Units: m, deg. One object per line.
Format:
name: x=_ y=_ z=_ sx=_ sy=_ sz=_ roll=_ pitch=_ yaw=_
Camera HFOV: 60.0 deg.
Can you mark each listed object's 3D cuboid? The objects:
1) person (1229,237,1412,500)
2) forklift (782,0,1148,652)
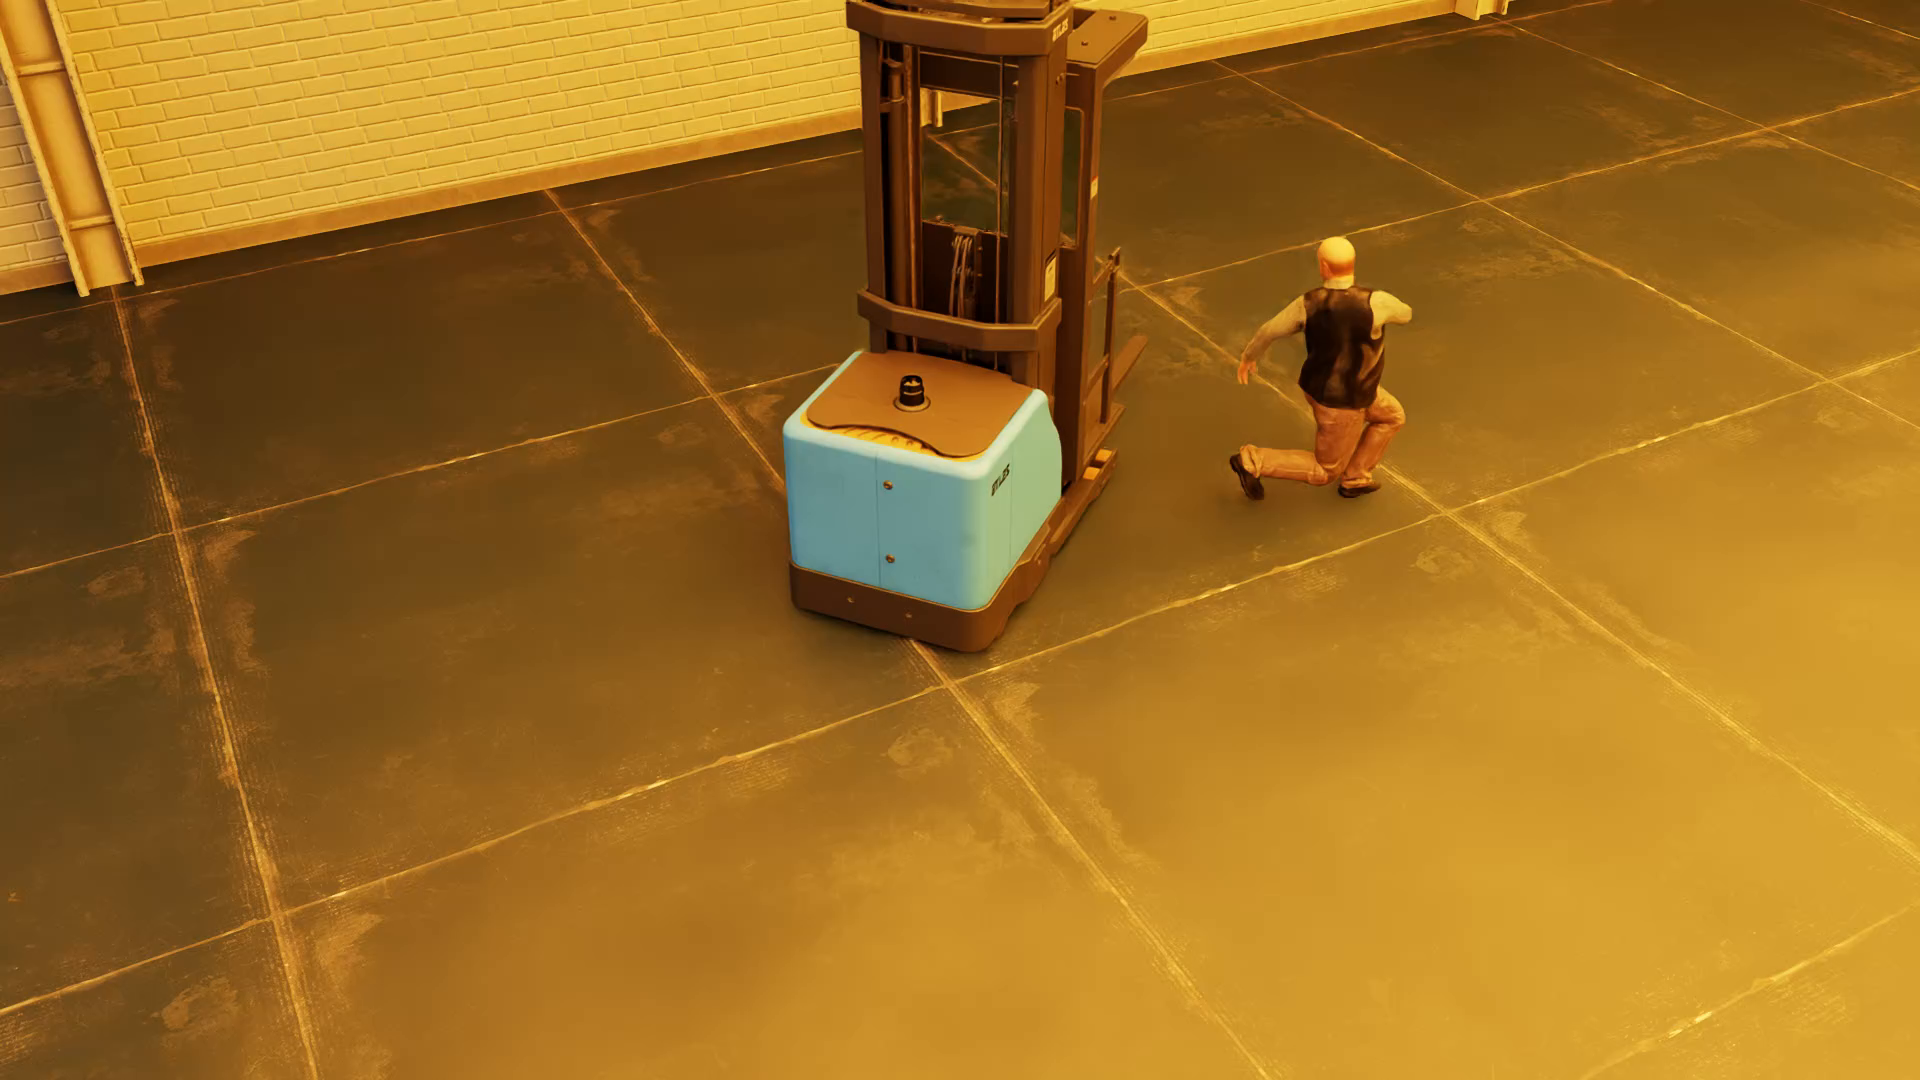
person: x=1.890 y=-0.858 z=8.655 sx=0.933 sy=1.490 sz=0.669 roll=-10 pitch=36 yaw=-13
forklift: x=0.221 y=-1.514 z=8.266 sx=1.130 sy=2.935 sz=3.031 roll=14 pitch=38 yaw=19
